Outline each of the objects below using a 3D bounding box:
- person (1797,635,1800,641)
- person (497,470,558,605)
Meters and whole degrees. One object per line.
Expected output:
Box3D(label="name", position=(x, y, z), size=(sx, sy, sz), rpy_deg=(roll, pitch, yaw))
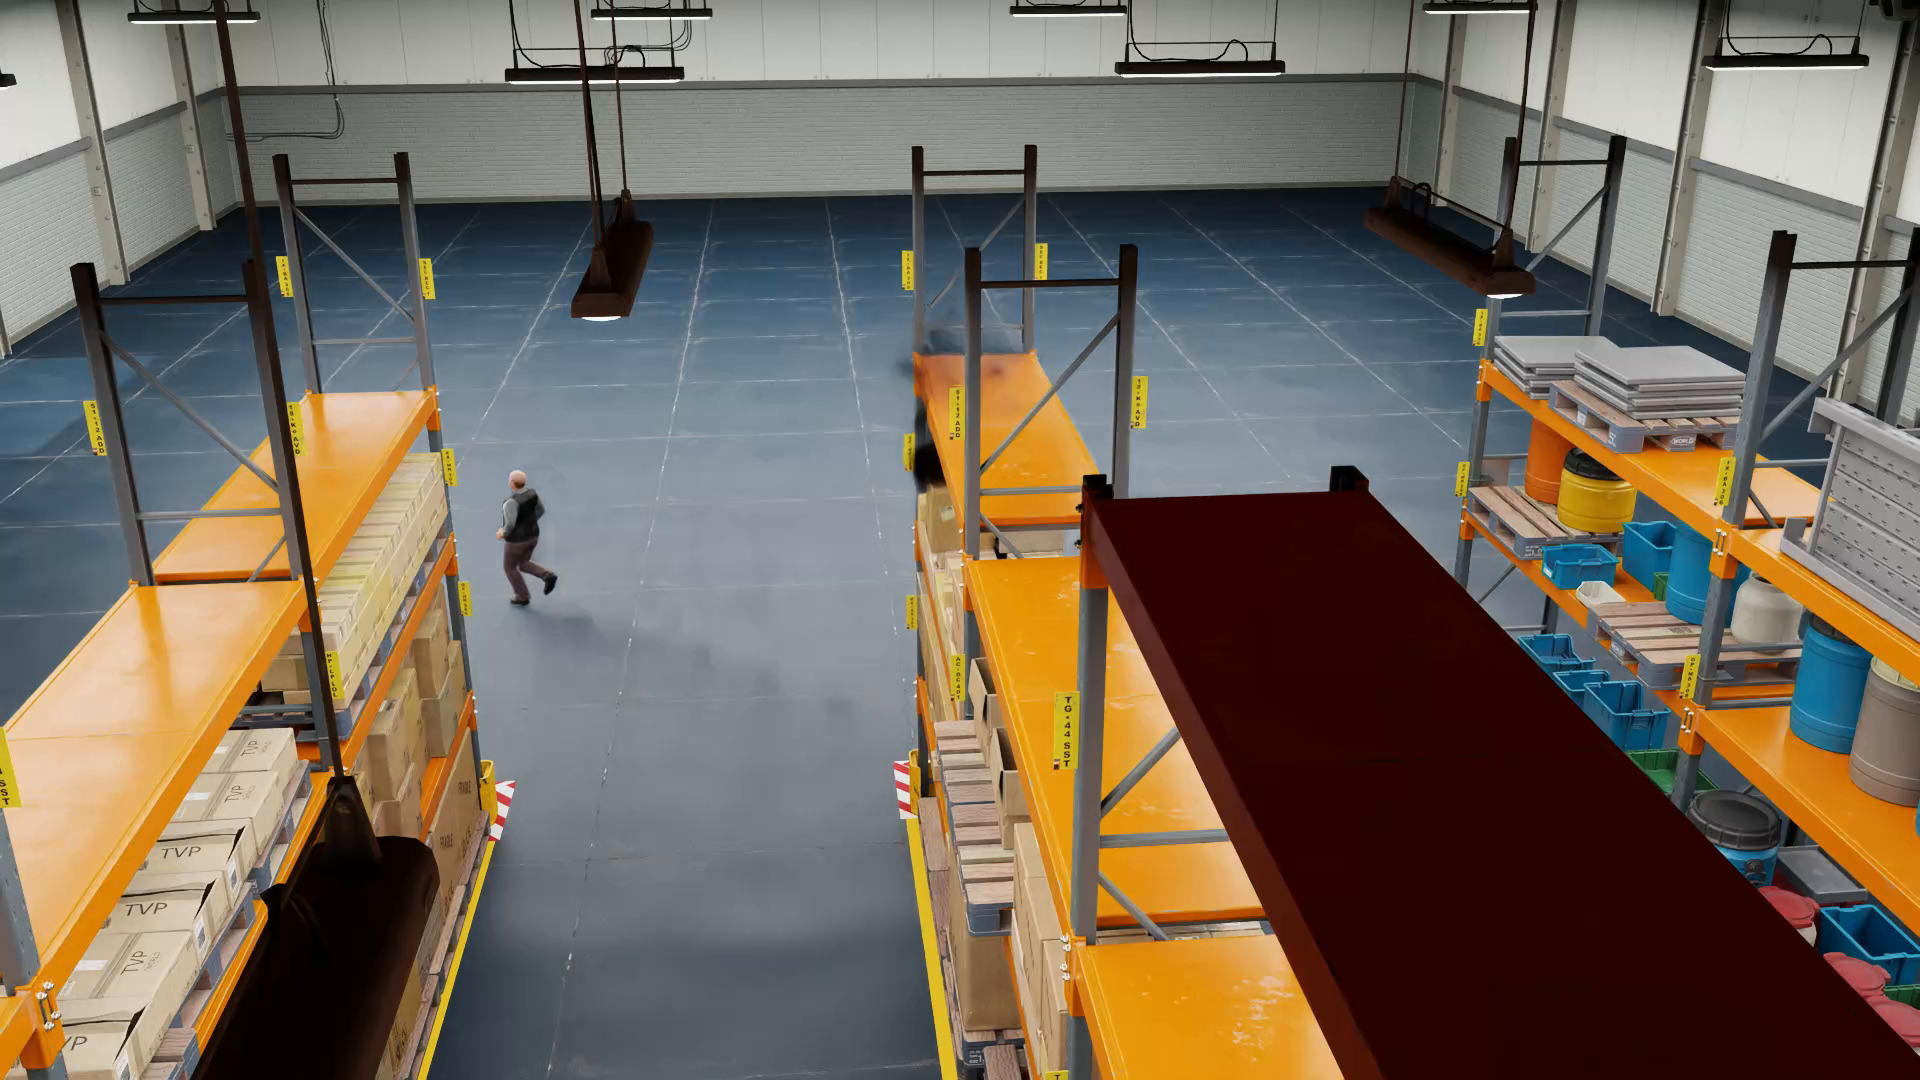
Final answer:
Box3D(label="person", position=(8.772, 0.680, 17.854), size=(0.911, 1.516, 0.638), rpy_deg=(8, 23, 20))
Box3D(label="person", position=(-5.079, -0.012, 19.401), size=(0.660, 1.678, 0.670), rpy_deg=(11, 24, 25))
